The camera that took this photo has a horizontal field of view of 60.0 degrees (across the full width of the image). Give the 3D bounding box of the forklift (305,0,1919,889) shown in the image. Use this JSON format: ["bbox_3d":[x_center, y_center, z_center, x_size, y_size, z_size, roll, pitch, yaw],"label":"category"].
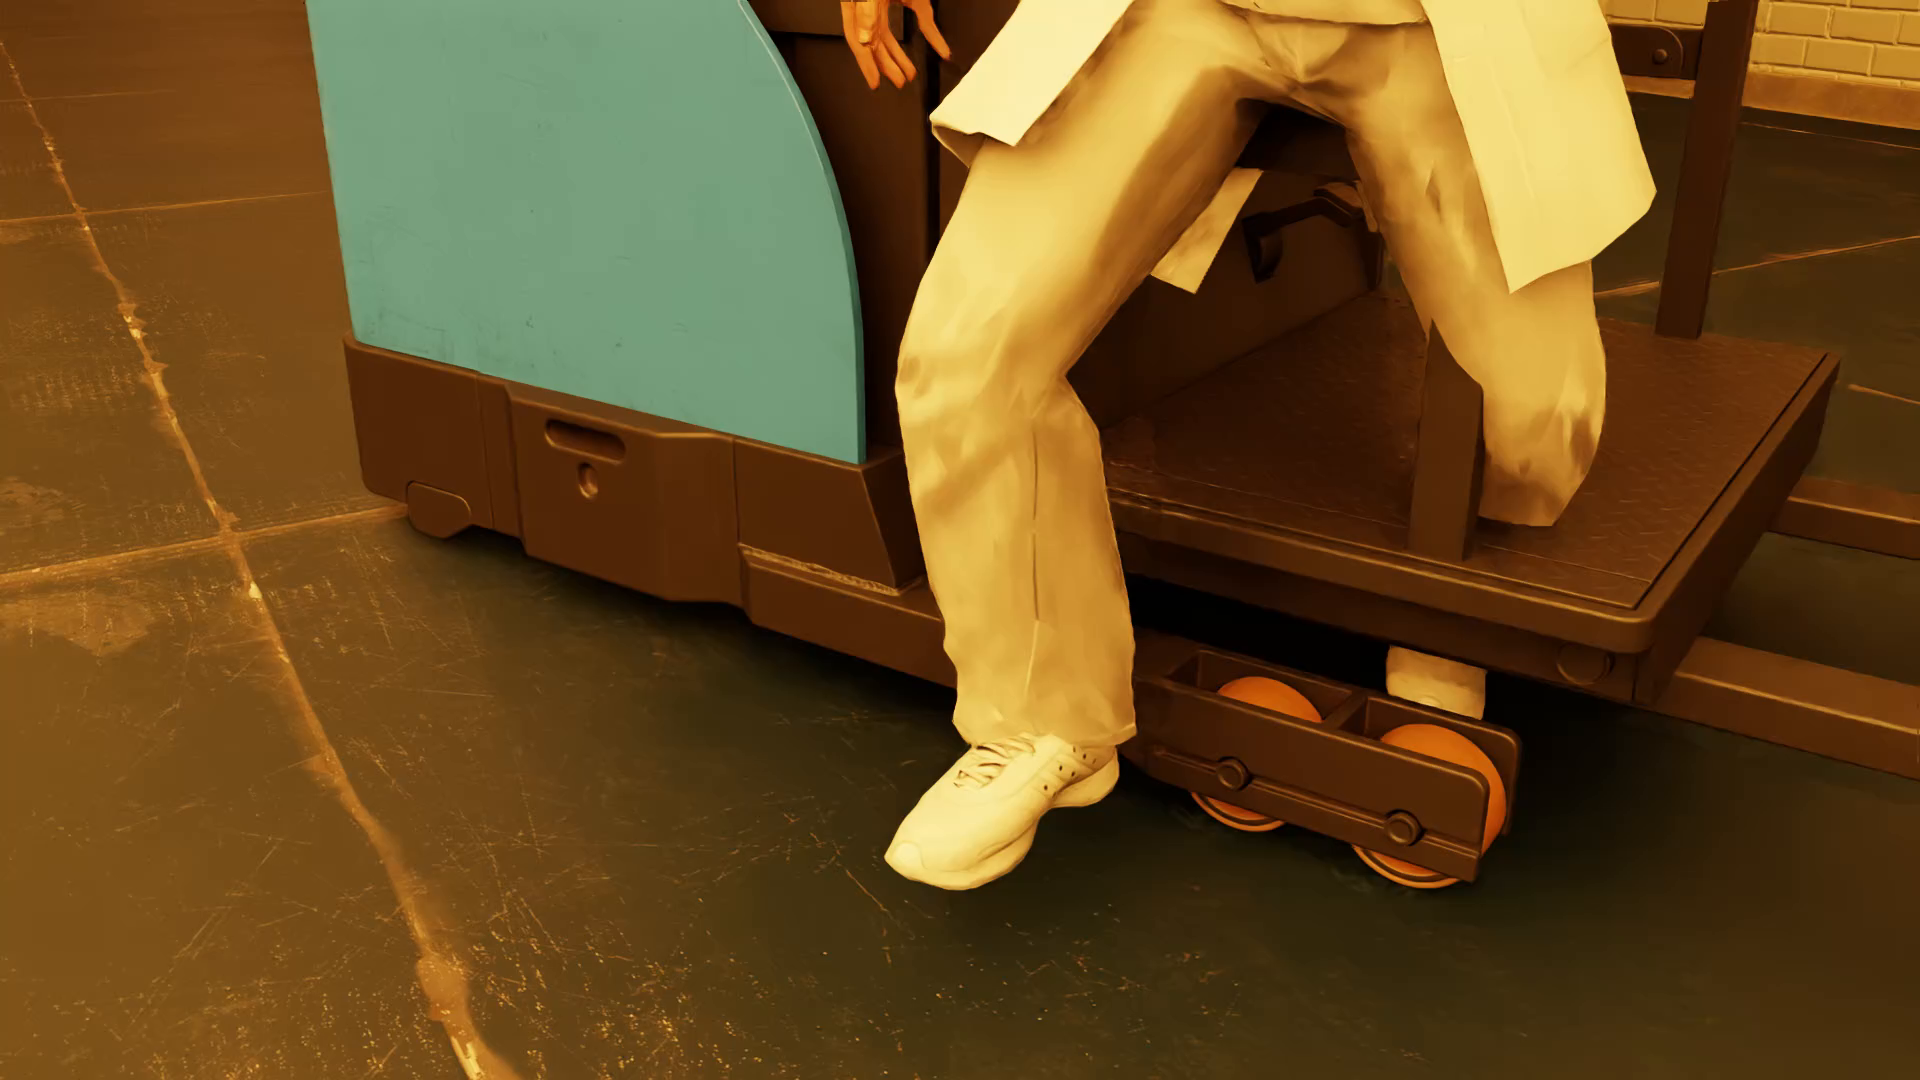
[{"bbox_3d":[0.539,-1.221,1.749,3.031,2.935,1.130,15,26,32],"label":"forklift"}]

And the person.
[{"bbox_3d":[0.249,-0.518,1.538,0.798,1.671,0.922,6,23,15],"label":"person"}]
